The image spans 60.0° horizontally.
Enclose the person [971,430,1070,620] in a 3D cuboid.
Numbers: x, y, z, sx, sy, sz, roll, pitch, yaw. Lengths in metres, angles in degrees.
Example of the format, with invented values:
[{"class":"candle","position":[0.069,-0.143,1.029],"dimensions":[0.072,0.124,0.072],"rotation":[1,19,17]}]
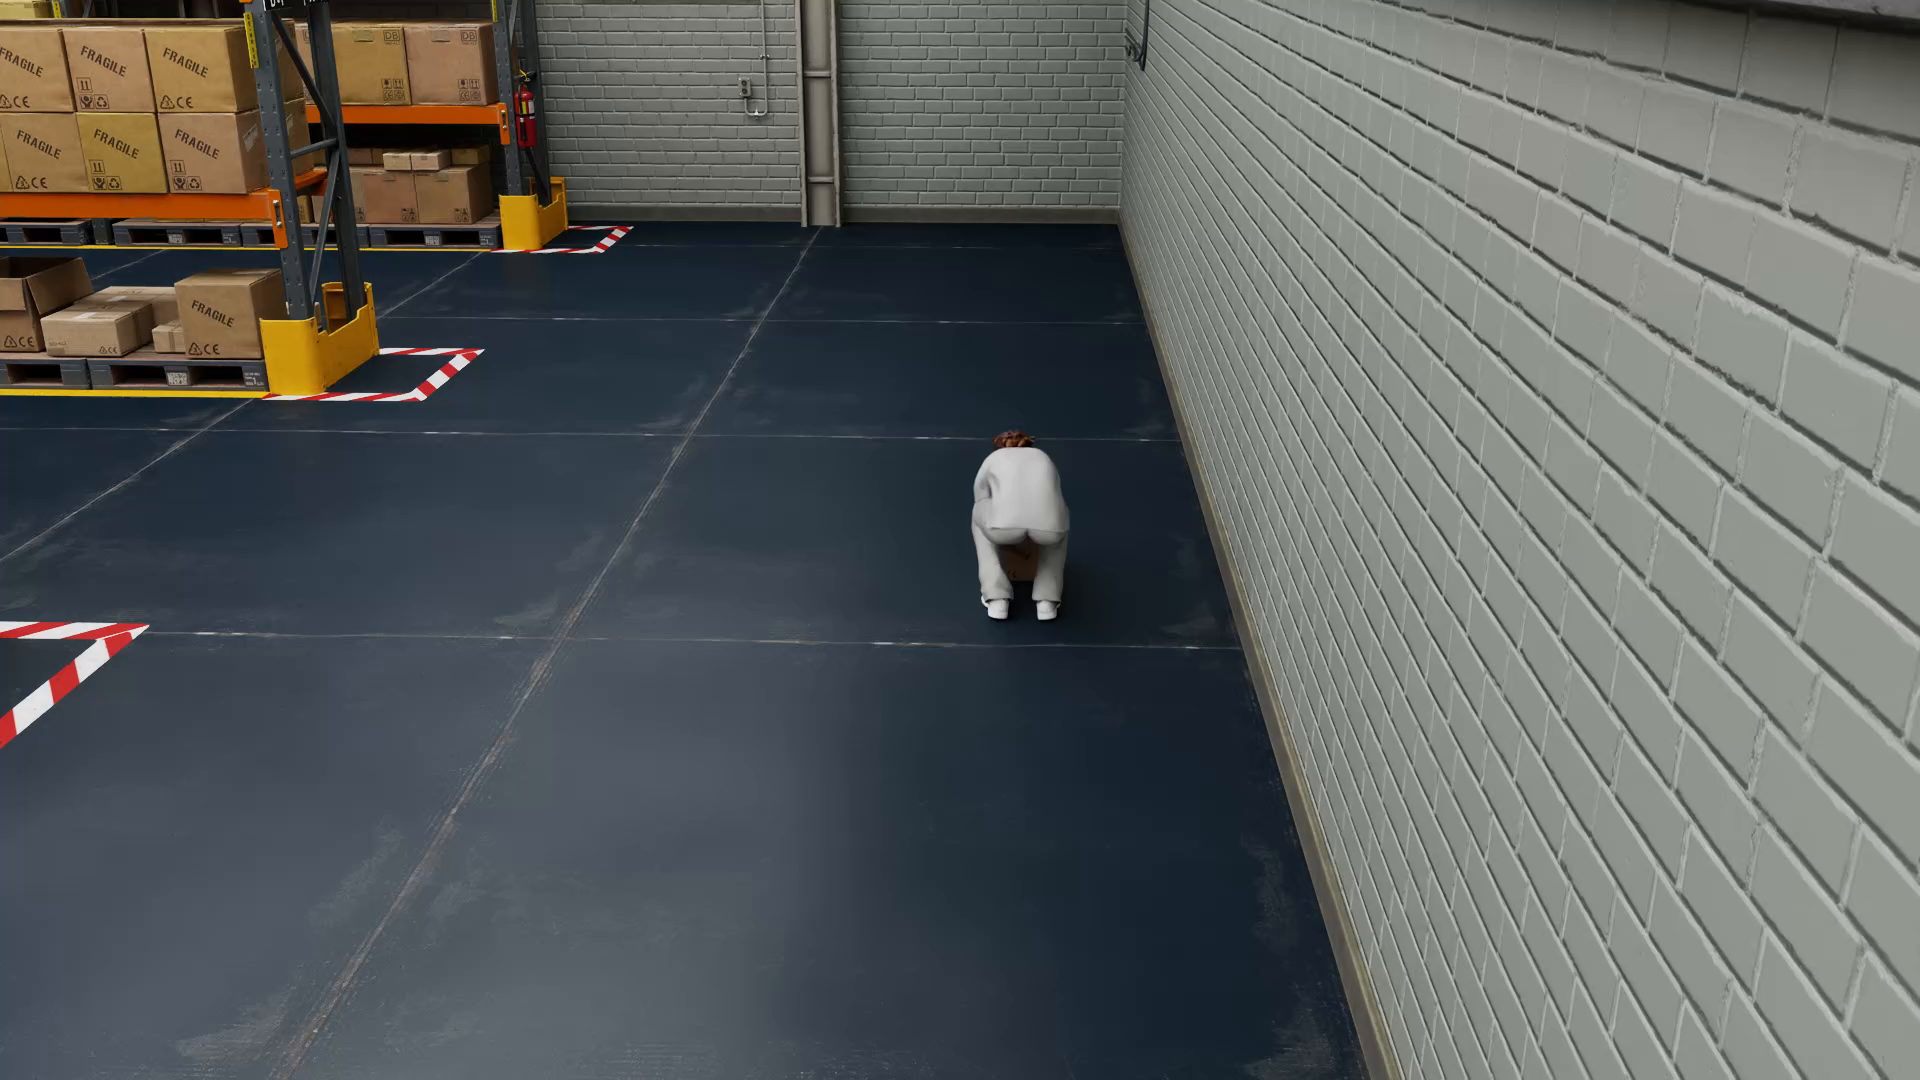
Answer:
[{"class":"person","position":[0.282,-0.081,7.620],"dimensions":[0.458,0.764,0.863],"rotation":[0,21,0]}]
